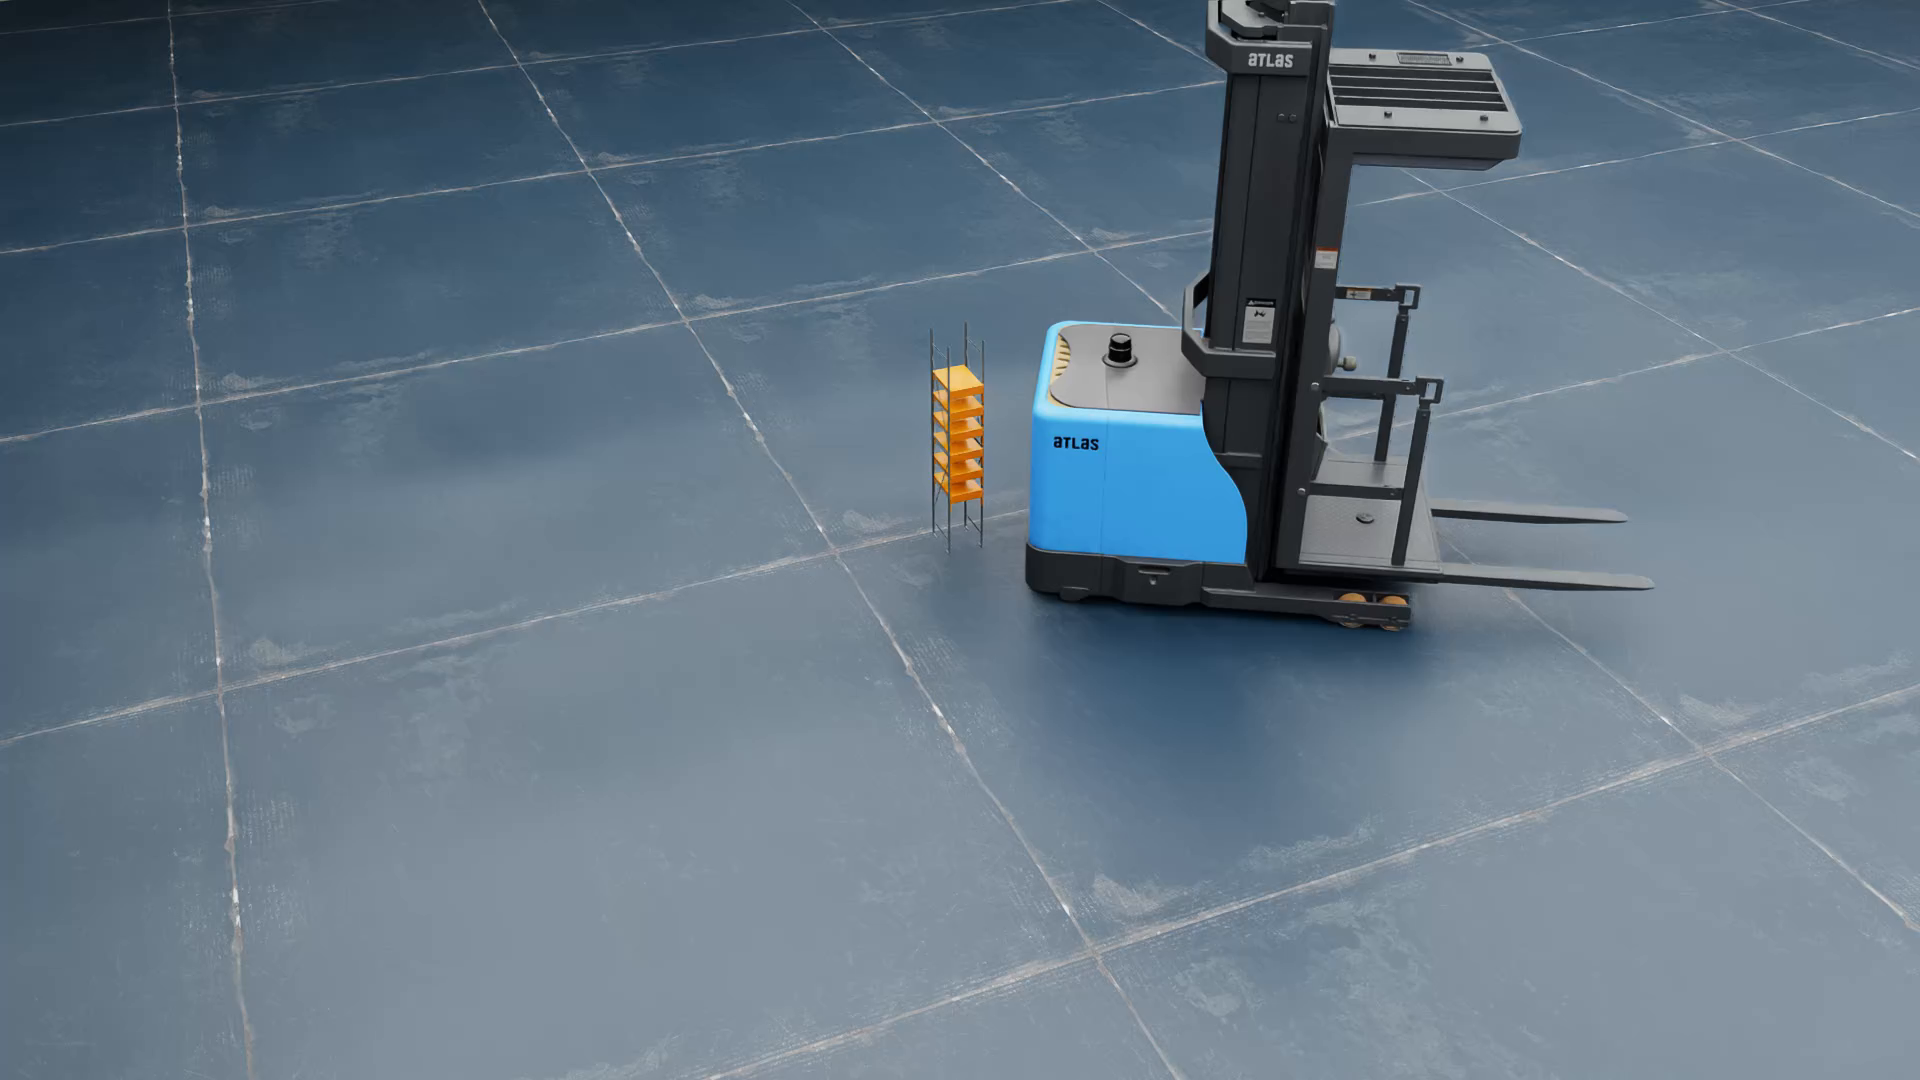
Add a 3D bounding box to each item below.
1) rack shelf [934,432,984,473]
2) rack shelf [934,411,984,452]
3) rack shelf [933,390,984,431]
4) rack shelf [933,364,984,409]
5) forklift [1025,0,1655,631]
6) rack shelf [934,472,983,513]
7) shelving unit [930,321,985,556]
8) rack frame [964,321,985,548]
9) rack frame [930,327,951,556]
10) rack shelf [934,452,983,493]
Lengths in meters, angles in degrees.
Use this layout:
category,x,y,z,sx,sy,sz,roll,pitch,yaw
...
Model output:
category,x,y,z,sx,sy,sz,roll,pitch,yaw
rack shelf,-0.013,-0.463,8.442,0.180,0.103,0.258,-13,35,-19
rack shelf,-0.013,-0.563,8.377,0.180,0.103,0.258,-13,35,-19
rack shelf,-0.013,-0.664,8.311,0.180,0.103,0.258,-13,35,-19
rack shelf,-0.013,-0.764,8.246,0.180,0.103,0.258,-13,35,-19
forklift,1.882,-1.098,7.750,3.031,2.935,1.130,4,33,6
rack shelf,-0.013,-0.261,8.573,0.180,0.103,0.258,-13,35,-19
shelving unit,-0.013,-0.500,8.418,0.189,1.200,0.258,-13,35,-19
rack frame,0.071,-0.519,8.448,0.006,1.200,0.240,-13,35,-19
rack frame,-0.098,-0.481,8.388,0.006,1.200,0.240,-13,35,-19
rack shelf,-0.013,-0.362,8.508,0.180,0.103,0.258,-13,35,-19
